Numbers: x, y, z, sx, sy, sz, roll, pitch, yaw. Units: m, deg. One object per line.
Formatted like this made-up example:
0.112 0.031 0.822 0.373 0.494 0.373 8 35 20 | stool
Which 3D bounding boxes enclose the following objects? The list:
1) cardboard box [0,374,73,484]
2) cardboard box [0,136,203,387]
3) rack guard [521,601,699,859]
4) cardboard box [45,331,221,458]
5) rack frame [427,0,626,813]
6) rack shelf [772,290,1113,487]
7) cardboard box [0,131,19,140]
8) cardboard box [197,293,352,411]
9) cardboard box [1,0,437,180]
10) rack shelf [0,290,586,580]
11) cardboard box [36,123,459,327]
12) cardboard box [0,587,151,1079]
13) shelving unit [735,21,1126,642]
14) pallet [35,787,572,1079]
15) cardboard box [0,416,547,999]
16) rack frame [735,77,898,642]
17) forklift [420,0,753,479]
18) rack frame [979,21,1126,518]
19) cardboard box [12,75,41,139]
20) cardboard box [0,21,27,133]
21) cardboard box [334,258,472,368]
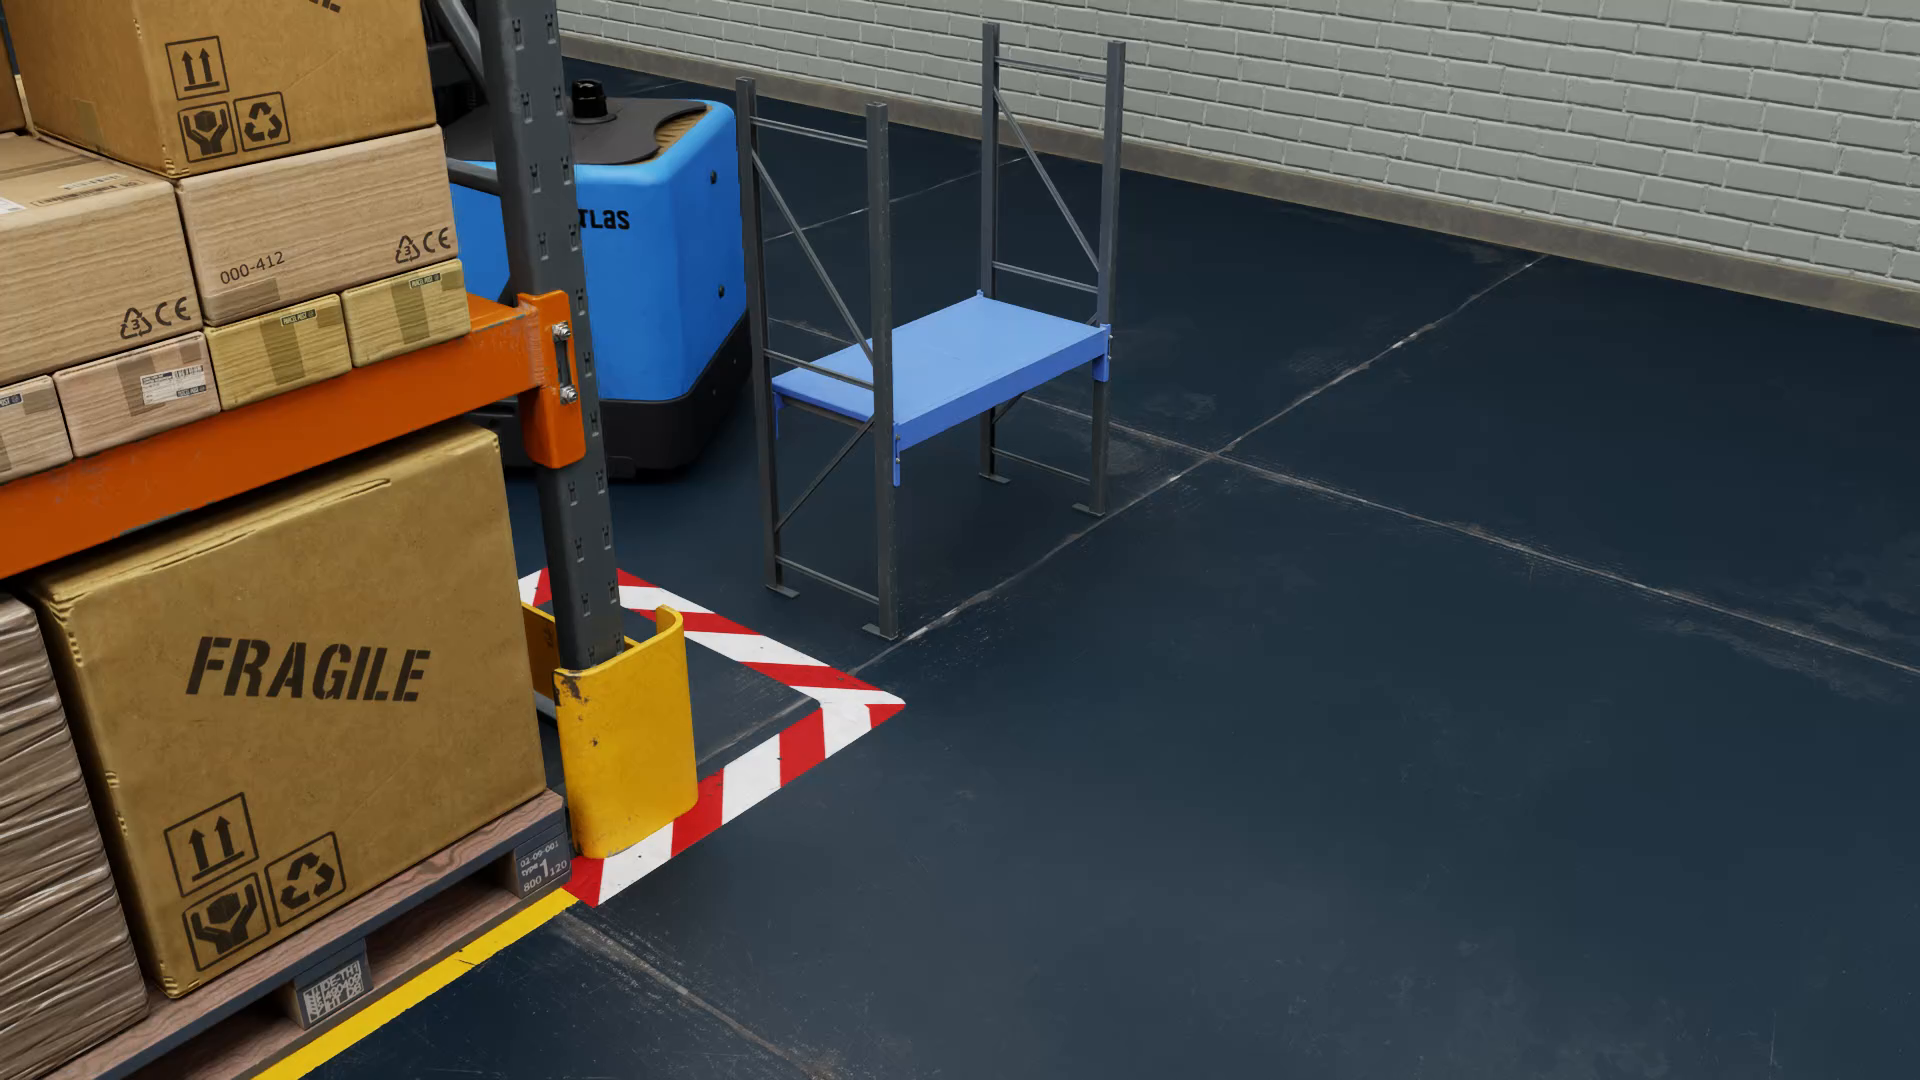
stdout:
-1.641 -0.204 2.654 0.380 0.149 0.250 21 34 35 | cardboard box
-1.610 -0.445 2.685 0.500 0.250 0.500 20 33 34 | cardboard box
-1.168 0.293 4.139 1.175 0.500 0.348 21 34 34 | rack guard
-1.481 -0.292 2.824 0.380 0.149 0.250 21 34 35 | cardboard box
-1.183 -0.808 3.548 1.000 3.000 0.127 21 34 34 | rack frame
-0.054 -0.476 4.930 0.538 0.185 1.000 21 34 34 | rack shelf
-2.023 -0.596 2.978 0.500 0.250 0.500 20 34 34 | cardboard box
-1.320 -0.382 2.996 0.380 0.149 0.250 21 34 35 | cardboard box
-1.291 -0.957 2.859 0.500 0.500 0.500 21 34 35 | cardboard box
-2.456 0.220 2.342 1.077 0.370 4.000 21 34 34 | rack shelf
-1.287 -0.624 3.032 0.500 0.250 0.500 20 33 34 | cardboard box
-2.108 0.522 2.832 0.875 0.875 0.875 21 34 34 | cardboard box
-0.054 -0.636 4.847 0.538 1.500 1.048 21 34 34 | shelving unit
-1.632 0.737 3.596 1.003 0.211 1.213 21 34 34 | pallet
-1.529 0.199 3.456 0.875 0.875 0.875 21 34 34 | cardboard box
-0.378 -0.456 4.499 0.500 1.500 0.032 21 34 34 | rack frame
-2.344 -1.791 5.523 3.031 2.935 1.130 3 28 6 | forklift
0.269 -0.816 5.195 0.500 1.500 0.032 21 34 34 | rack frame
-1.697 -0.783 3.338 0.500 0.250 0.500 20 33 33 | cardboard box
-2.015 -0.938 2.823 0.500 0.500 0.500 20 33 33 | cardboard box
-1.156 -0.474 3.176 0.380 0.149 0.250 22 34 35 | cardboard box
